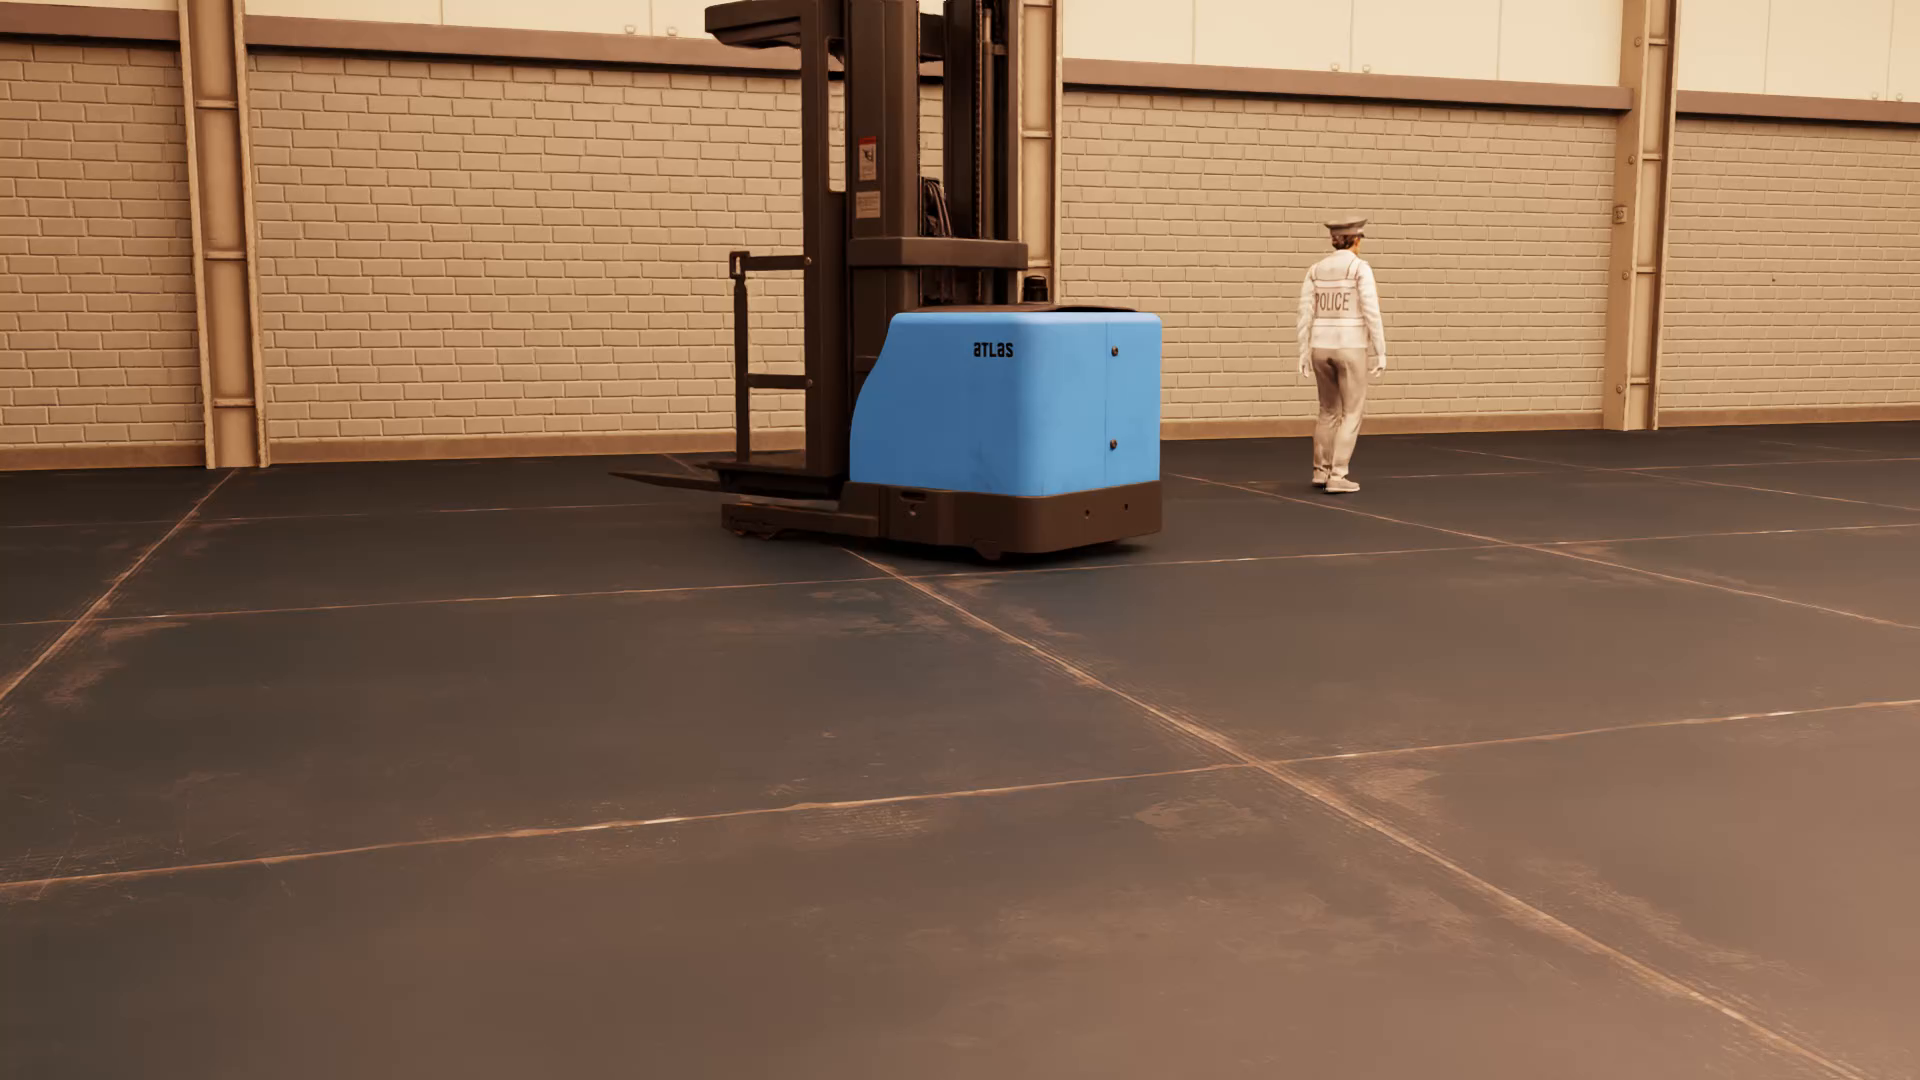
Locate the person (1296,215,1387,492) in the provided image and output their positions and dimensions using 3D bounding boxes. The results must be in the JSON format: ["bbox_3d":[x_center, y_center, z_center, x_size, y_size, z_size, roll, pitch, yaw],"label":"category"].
[{"bbox_3d":[2.331,-1.101,10.065,0.506,1.695,0.573,-7,10,-42],"label":"person"}]

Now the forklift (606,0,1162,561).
[{"bbox_3d":[-0.527,-1.502,8.089,3.031,2.935,1.130,6,10,39],"label":"forklift"}]
